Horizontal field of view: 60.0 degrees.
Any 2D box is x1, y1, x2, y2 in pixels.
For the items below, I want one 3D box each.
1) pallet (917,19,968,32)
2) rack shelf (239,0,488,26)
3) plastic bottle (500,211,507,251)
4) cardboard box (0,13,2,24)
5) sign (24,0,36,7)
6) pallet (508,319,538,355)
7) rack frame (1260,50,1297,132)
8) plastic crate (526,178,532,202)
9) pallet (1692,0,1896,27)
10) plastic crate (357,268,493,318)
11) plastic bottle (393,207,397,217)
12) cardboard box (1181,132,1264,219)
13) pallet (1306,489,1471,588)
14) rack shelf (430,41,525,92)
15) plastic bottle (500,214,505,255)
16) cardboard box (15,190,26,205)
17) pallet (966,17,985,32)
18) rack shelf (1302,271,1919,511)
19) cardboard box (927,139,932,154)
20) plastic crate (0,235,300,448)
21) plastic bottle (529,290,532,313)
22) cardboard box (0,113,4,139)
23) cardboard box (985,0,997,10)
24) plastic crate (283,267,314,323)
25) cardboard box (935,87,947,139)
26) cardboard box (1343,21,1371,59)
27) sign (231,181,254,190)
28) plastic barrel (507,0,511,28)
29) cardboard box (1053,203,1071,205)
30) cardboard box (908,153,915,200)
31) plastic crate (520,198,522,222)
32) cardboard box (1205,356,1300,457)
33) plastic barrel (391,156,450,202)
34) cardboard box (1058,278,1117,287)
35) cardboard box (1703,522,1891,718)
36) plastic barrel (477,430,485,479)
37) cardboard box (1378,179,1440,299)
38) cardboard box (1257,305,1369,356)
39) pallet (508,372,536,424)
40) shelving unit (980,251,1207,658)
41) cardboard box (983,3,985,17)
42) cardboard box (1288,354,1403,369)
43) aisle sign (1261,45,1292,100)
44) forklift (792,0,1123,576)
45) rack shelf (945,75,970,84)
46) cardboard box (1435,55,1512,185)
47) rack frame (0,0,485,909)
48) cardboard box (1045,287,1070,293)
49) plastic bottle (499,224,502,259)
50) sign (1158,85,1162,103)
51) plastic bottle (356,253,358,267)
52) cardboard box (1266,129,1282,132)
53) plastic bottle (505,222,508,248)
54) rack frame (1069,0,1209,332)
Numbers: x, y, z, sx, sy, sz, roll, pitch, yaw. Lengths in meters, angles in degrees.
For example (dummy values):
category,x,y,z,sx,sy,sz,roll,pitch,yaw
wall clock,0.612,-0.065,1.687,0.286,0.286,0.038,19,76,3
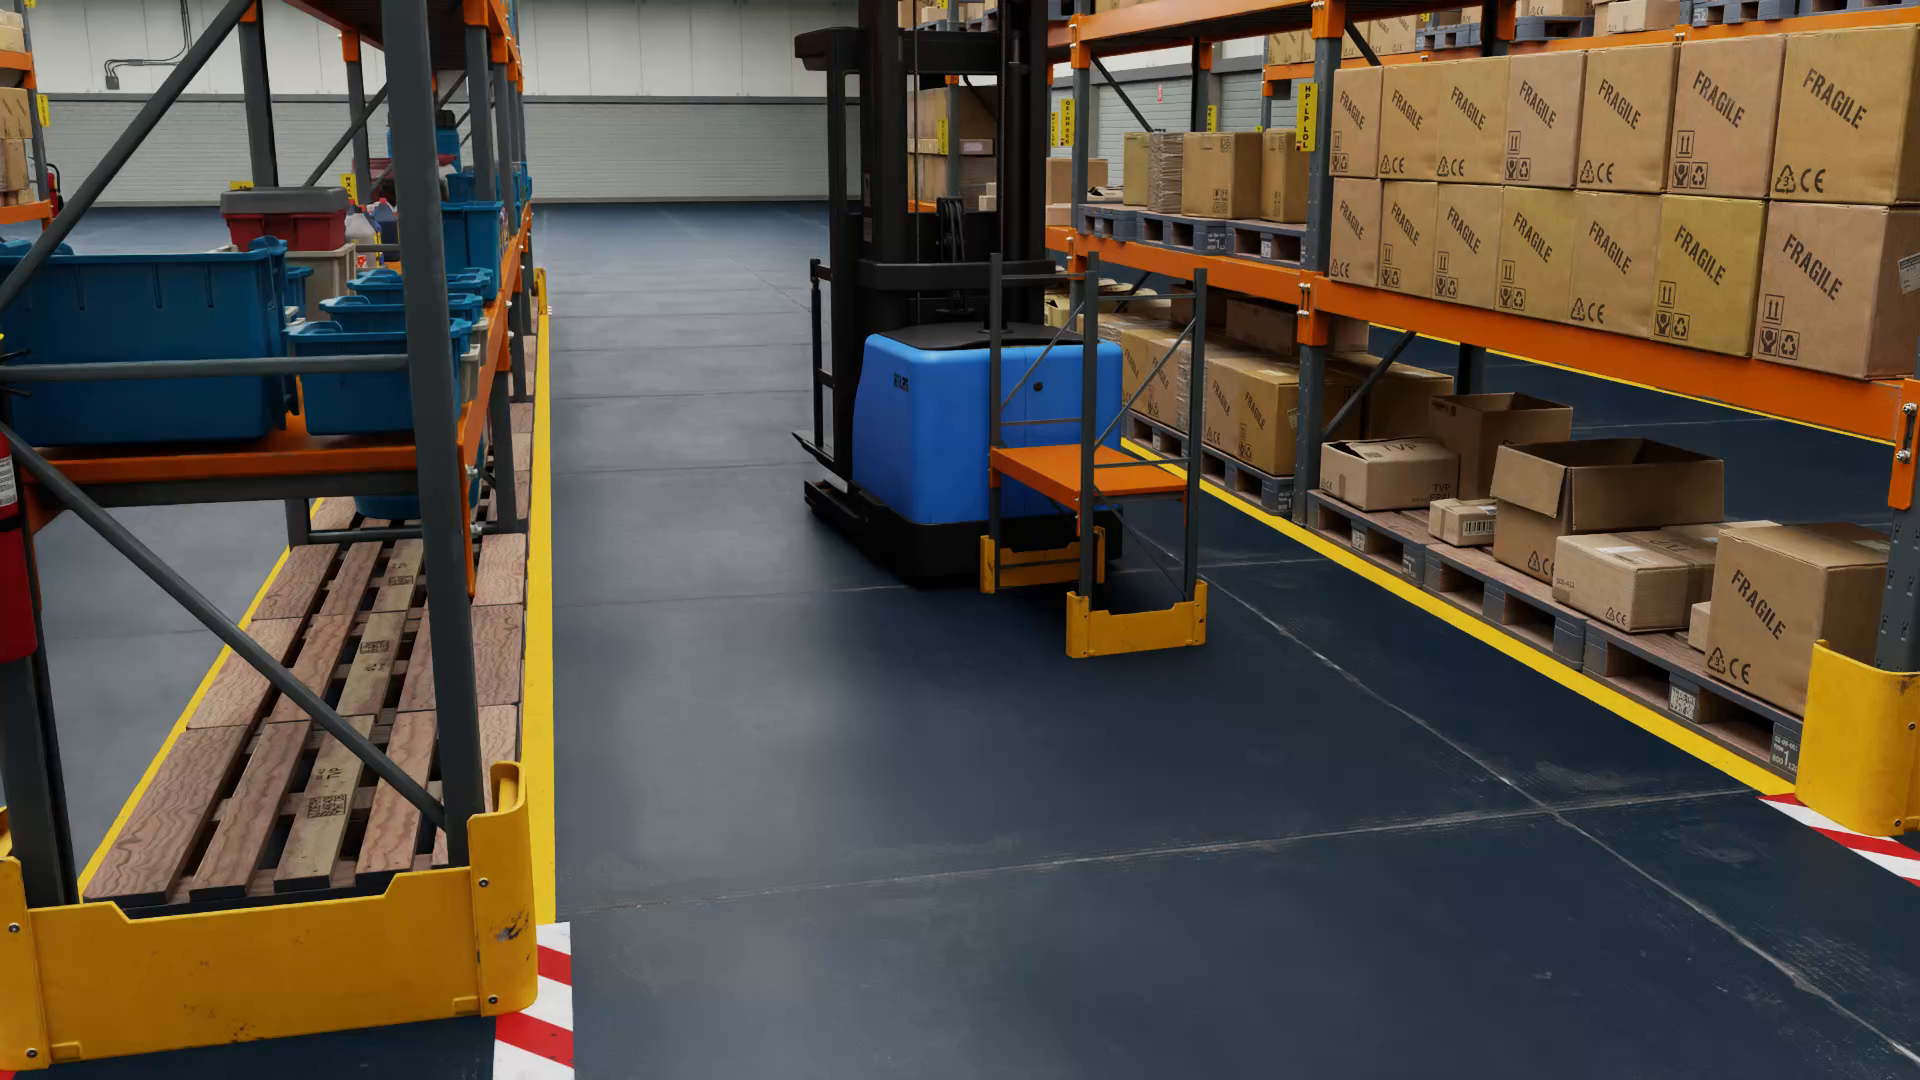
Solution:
category,x,y,z,sx,sy,sz,roll,pitch,yaw
pallet,0.151,-5.017,16.508,1.003,0.211,1.213,-3,14,-13
rack shelf,-2.091,-1.933,5.214,1.077,0.370,4.000,-3,14,-13
plastic bottle,-2.835,-1.907,10.182,0.097,0.271,0.097,0,14,0
cardboard box,-9.625,-5.130,16.261,0.380,0.149,0.250,-3,14,-13
sign,-9.649,-5.693,17.221,0.100,0.325,0.005,-3,14,-13
pallet,-4.557,-1.935,15.902,1.003,0.211,1.213,-3,14,-13
rack frame,4.251,-4.607,20.965,1.000,3.000,0.127,-3,14,-13
plastic crate,-4.823,-3.734,17.703,0.499,0.251,0.408,-3,14,-13
pallet,6.333,-3.981,12.481,1.213,0.211,1.003,-3,14,-11
plastic crate,-1.739,-0.760,5.444,0.416,0.233,0.300,-3,14,-13
plastic bottle,-3.565,-2.040,10.718,0.152,0.276,0.135,-3,14,-13
cardboard box,1.780,-2.219,10.092,0.700,0.500,0.500,-7,16,-27
pallet,2.416,-0.049,8.182,1.003,0.211,1.213,-3,14,-13
rack shelf,-4.909,-4.701,16.545,1.077,0.370,4.000,-3,14,-13
plastic bottle,-2.722,-1.820,9.800,0.061,0.283,0.133,-3,14,-13
cardboard box,-9.759,-3.490,16.922,0.380,0.149,0.250,-3,14,-13
pallet,0.596,-4.569,14.891,0.805,0.209,1.217,-4,14,-15
rack shelf,2.725,-0.751,6.697,1.077,0.370,4.000,-3,14,-13
cardboard box,-0.133,-4.057,17.134,0.380,0.149,0.250,-3,14,-13
plastic crate,-1.881,-0.477,3.859,0.616,0.435,0.499,-3,14,-13
plastic bottle,-4.413,-2.453,16.802,0.144,0.351,0.185,-3,14,-11
cardboard box,-9.586,-4.114,16.002,0.500,0.500,0.500,-3,14,-13
cardboard box,0.512,-4.853,15.082,0.500,0.250,0.500,-2,14,-7
plastic crate,-2.353,-0.771,5.490,0.416,0.233,0.300,-3,14,-13
cardboard box,0.146,-4.305,16.783,0.700,0.500,0.500,-3,14,-13
cardboard box,4.558,-5.546,18.233,0.500,0.500,0.500,-4,14,-15
sign,-3.096,-1.391,7.217,0.100,0.325,0.005,-3,14,-13
plastic barrel,-3.802,-4.426,12.846,0.600,0.901,0.708,-3,14,-13
cardboard box,0.961,-2.654,13.498,0.380,0.149,0.250,-2,14,-9
cardboard box,-0.227,-4.035,18.410,0.700,0.500,0.500,-3,14,-13
plastic crate,-3.756,-2.643,13.373,0.450,0.188,0.662,-3,14,-13
cardboard box,1.753,-0.774,9.614,0.500,0.500,0.500,-3,14,-13
plastic barrel,-4.154,-2.696,12.857,0.433,0.535,0.433,0,14,0
cardboard box,1.108,-2.120,14.510,0.500,0.311,0.500,-3,14,-14
cardboard box,2.827,0.250,5.425,0.500,0.500,0.500,-3,14,-13
plastic barrel,-2.838,-0.761,8.759,0.600,0.901,0.708,-3,14,-13
cardboard box,2.233,-1.360,7.462,0.500,0.500,0.500,-3,14,-12
cardboard box,2.144,-1.282,10.112,0.500,0.250,0.500,-3,14,-13
pallet,-3.644,-1.036,12.222,1.003,0.211,1.213,-3,14,-13
shelving unit,0.541,-0.406,6.930,0.587,1.500,1.083,-5,15,-19
cardboard box,0.514,-5.316,16.156,0.500,0.500,0.500,-2,14,-9
cardboard box,2.242,-0.809,9.758,0.500,0.500,0.500,-3,14,-12
aisle sign,3.943,-5.870,20.656,0.394,0.787,0.004,-3,14,-13
forklift,-0.207,-1.563,8.651,1.130,2.935,3.031,-5,15,-19
rack shelf,-0.093,-4.977,17.672,1.077,0.370,4.000,-3,14,-13
cardboard box,2.334,-1.734,6.888,0.500,0.500,0.500,-4,14,-15
rack frame,-1.621,-0.364,3.596,1.000,3.000,0.127,-3,14,-13
cardboard box,0.709,-1.969,13.892,0.500,0.311,0.500,-3,14,-14
plastic bottle,-2.594,-1.670,9.214,0.097,0.271,0.097,0,14,0
sign,3.399,-7.584,28.264,0.001,0.298,0.199,-3,14,-13
plastic bottle,-2.850,-1.274,7.741,0.097,0.201,0.097,0,14,0
cardboard box,4.071,-4.781,20.372,0.500,0.500,0.500,-3,14,-13
plastic bottle,-2.904,-1.940,10.466,0.097,0.201,0.097,0,14,0
rack frame,1.316,-2.485,12.277,1.000,3.000,0.127,-3,14,-13
